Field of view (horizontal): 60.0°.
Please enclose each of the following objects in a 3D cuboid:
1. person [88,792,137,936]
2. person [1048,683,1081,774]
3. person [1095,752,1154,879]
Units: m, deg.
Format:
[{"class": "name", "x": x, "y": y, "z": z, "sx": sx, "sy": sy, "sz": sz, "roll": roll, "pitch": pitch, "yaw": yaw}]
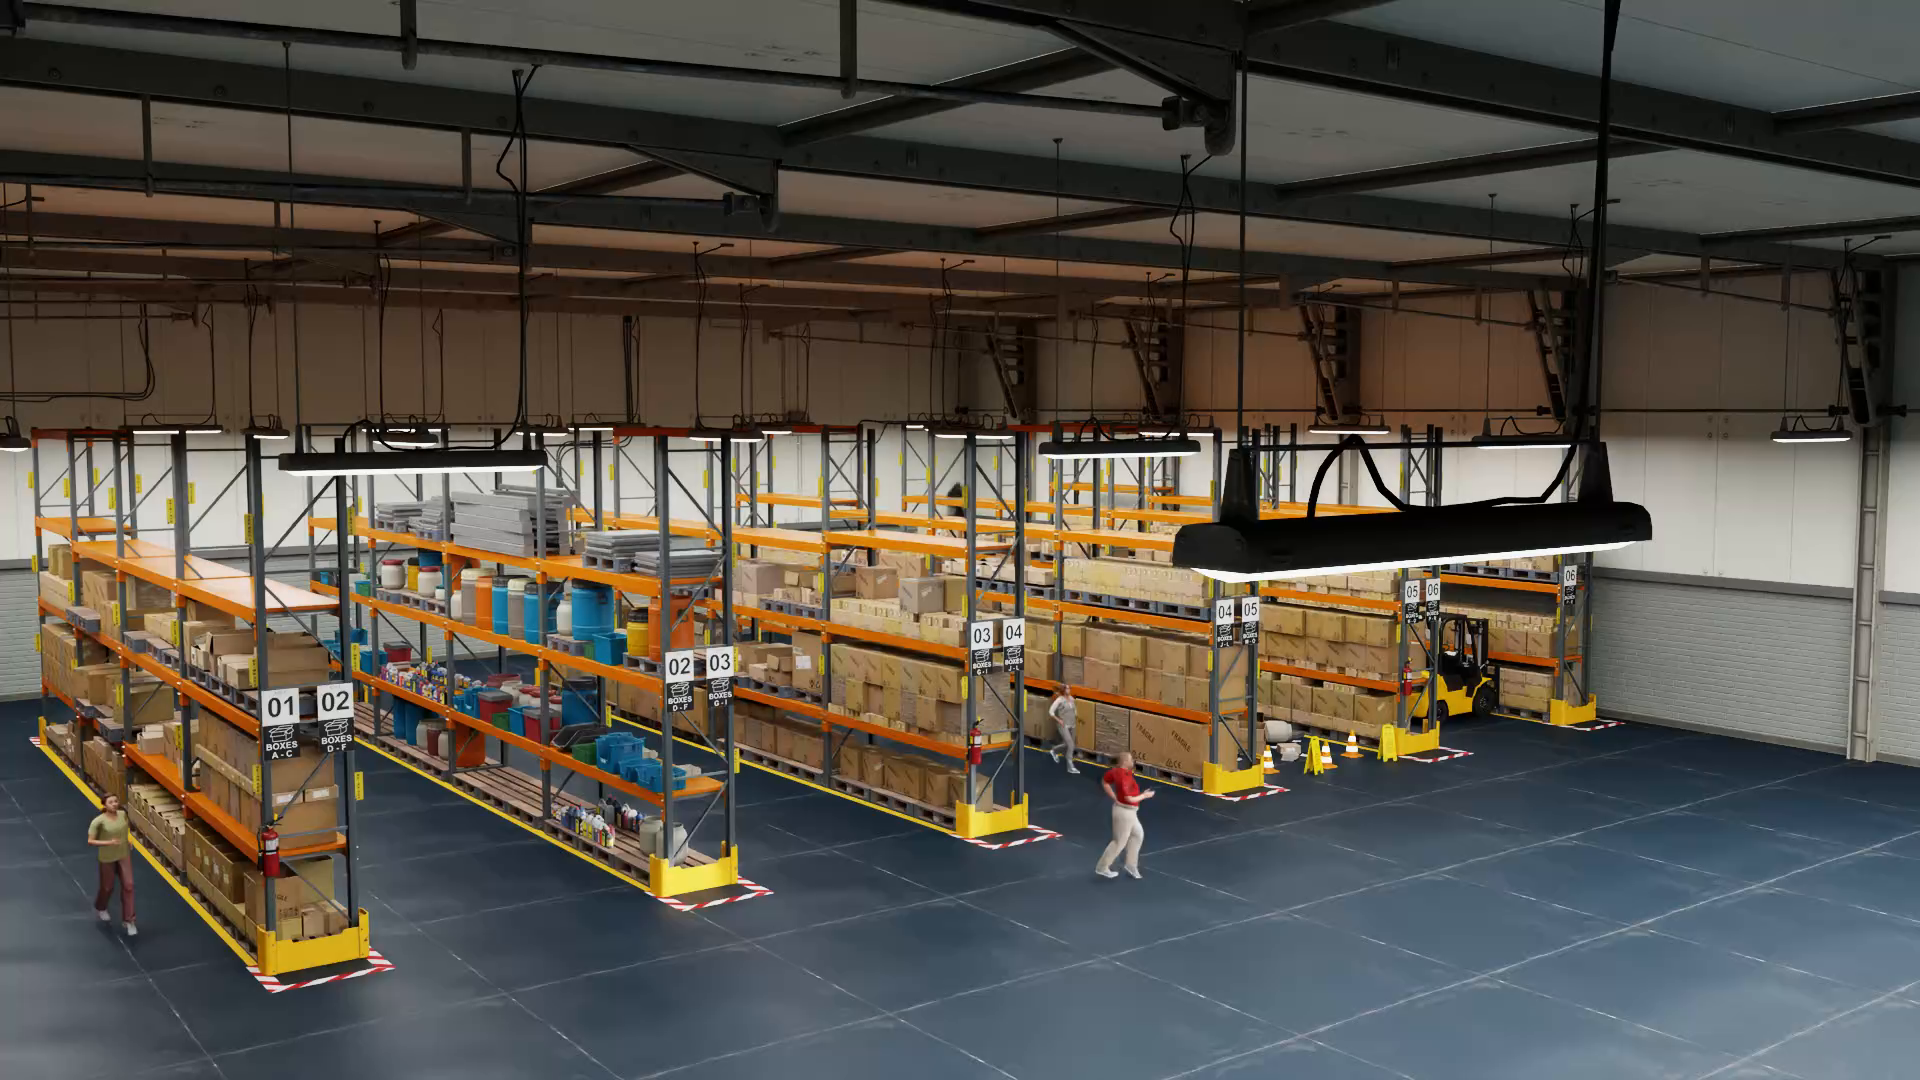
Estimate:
[{"class": "person", "x": -10.295, "y": 3.894, "z": 20.184, "sx": 0.927, "sy": 1.696, "sz": 0.564, "roll": 4, "pitch": 6, "yaw": 41}, {"class": "person", "x": 1.818, "y": 3.274, "z": 29.049, "sx": 0.547, "sy": 1.551, "sz": 0.755, "roll": -4, "pitch": 6, "yaw": -43}, {"class": "person", "x": 2.203, "y": 3.734, "z": 22.325, "sx": 0.795, "sy": 1.800, "sz": 0.640, "roll": 0, "pitch": 4, "yaw": -3}]
